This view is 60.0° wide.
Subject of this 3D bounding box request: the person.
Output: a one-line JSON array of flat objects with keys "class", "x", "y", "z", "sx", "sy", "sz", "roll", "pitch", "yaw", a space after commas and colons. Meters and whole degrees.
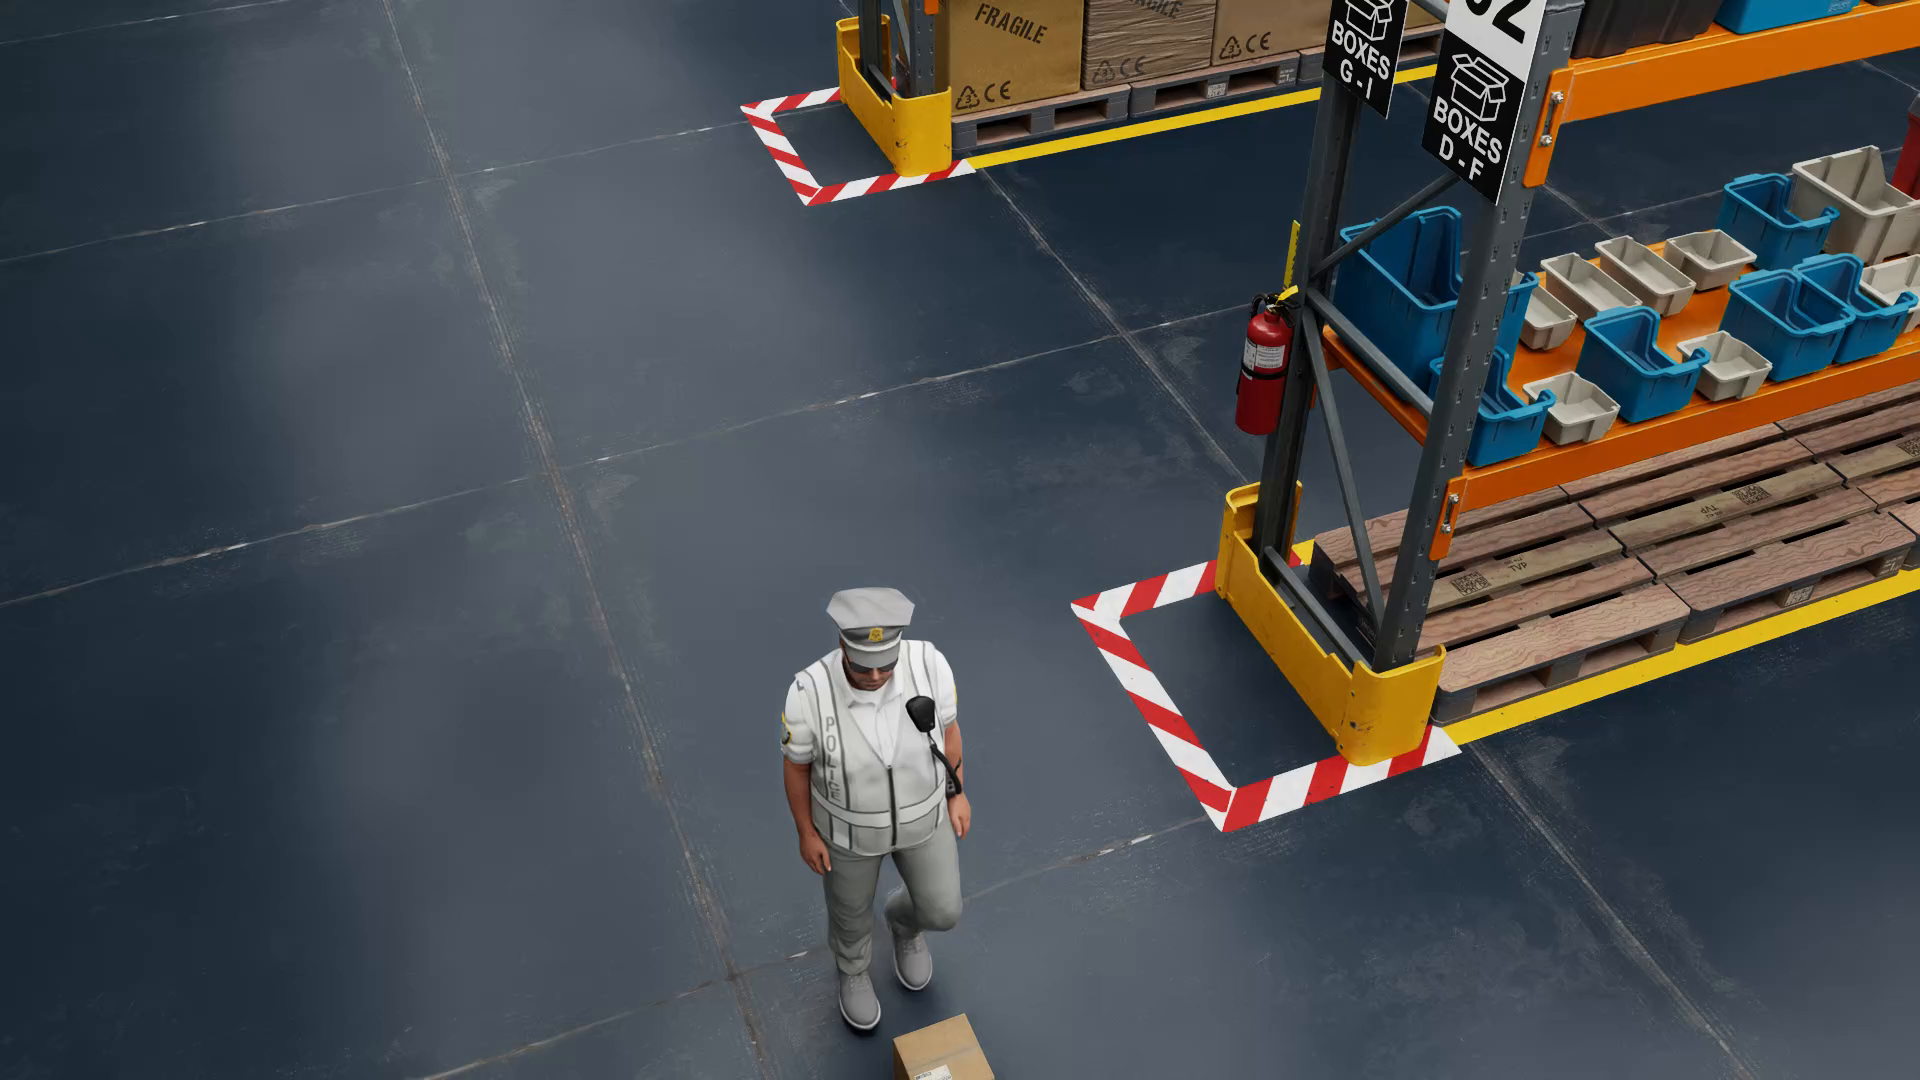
[{"class": "person", "x": -0.241, "y": 0.852, "z": 5.161, "sx": 0.572, "sy": 1.767, "sz": 0.418, "roll": -11, "pitch": 43, "yaw": -12}]
